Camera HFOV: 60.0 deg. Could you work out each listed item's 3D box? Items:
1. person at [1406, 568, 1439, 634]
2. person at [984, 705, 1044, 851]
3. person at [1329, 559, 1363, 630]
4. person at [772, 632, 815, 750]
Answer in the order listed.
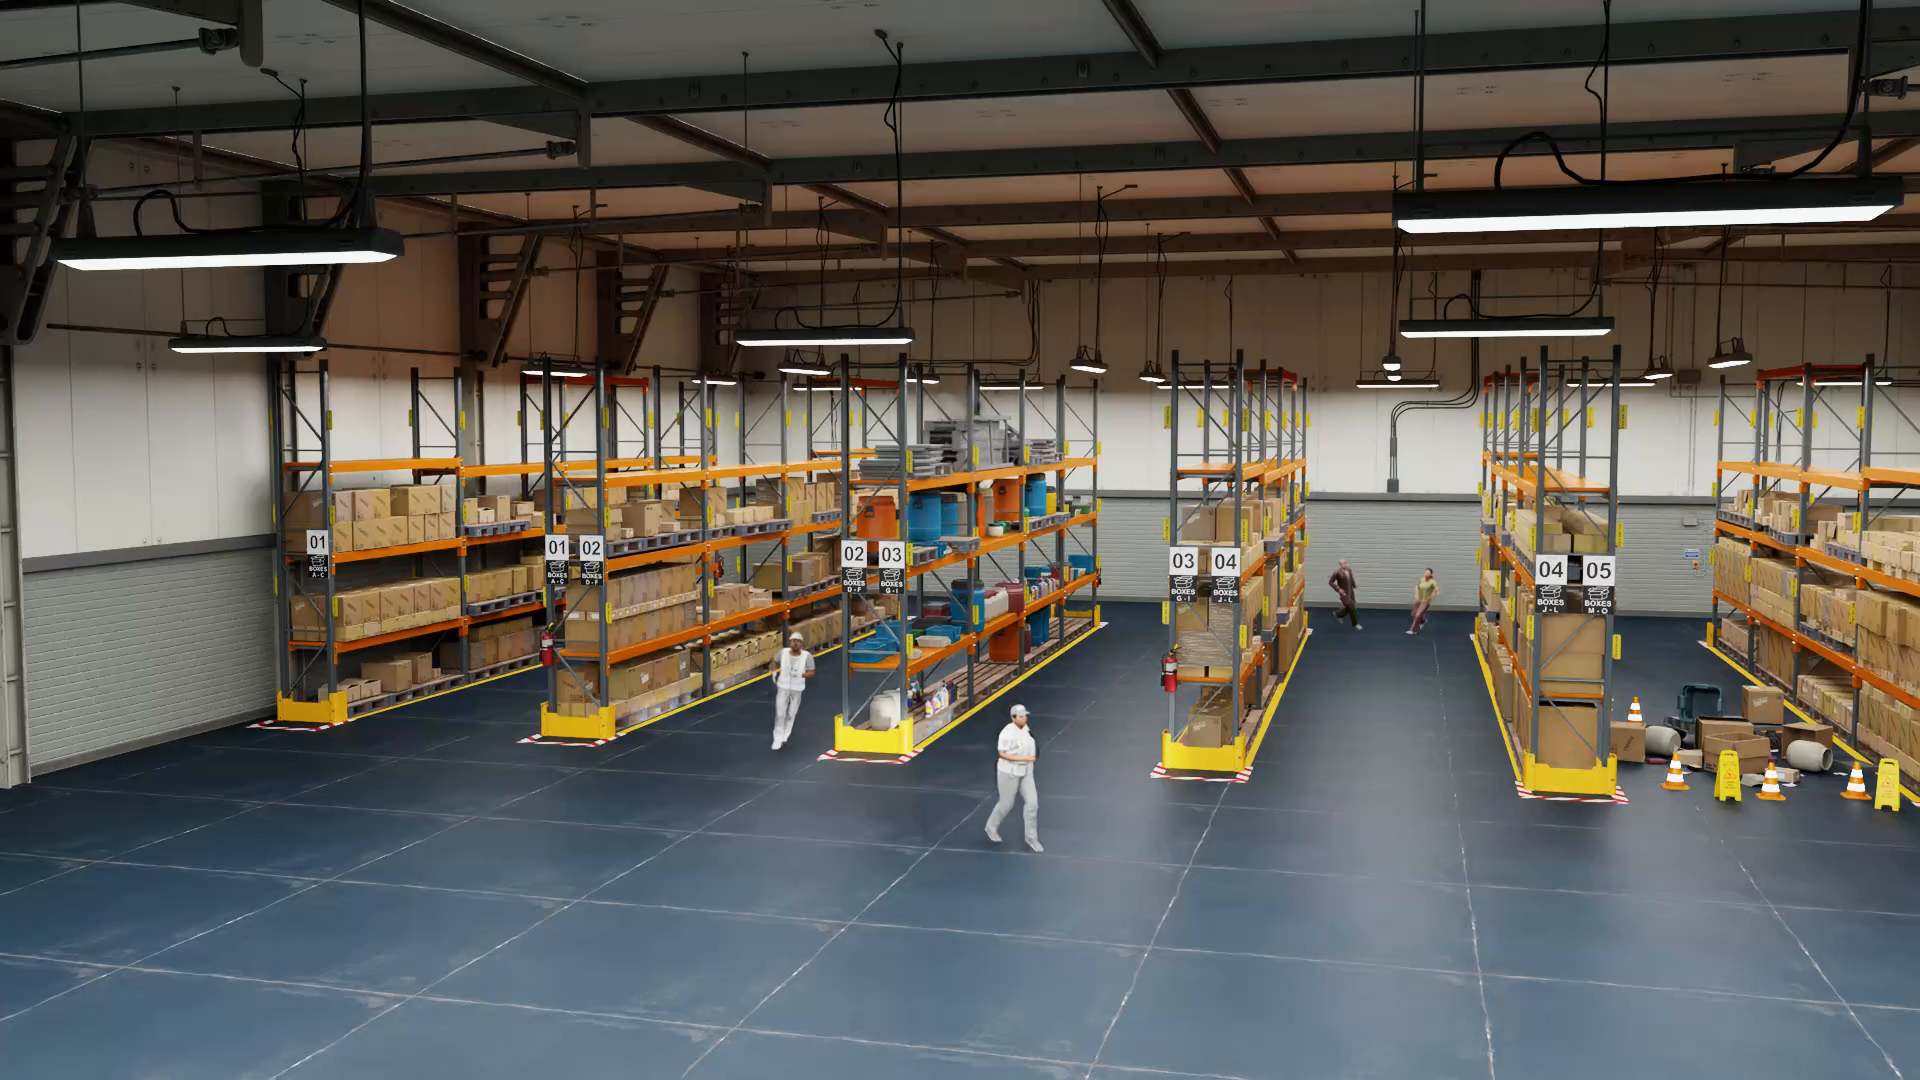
[{"bbox_3d":[10.876,1.423,38.804,0.636,1.576,0.660,-4,6,-43],"label":"person"},{"bbox_3d":[0.638,2.778,19.521,0.619,1.730,0.775,-4,6,-45],"label":"person"},{"bbox_3d":[9.138,1.296,39.809,0.729,1.714,0.897,-3,5,-37],"label":"person"},{"bbox_3d":[-2.559,2.307,25.498,0.671,1.817,0.677,0,4,-6],"label":"person"}]
